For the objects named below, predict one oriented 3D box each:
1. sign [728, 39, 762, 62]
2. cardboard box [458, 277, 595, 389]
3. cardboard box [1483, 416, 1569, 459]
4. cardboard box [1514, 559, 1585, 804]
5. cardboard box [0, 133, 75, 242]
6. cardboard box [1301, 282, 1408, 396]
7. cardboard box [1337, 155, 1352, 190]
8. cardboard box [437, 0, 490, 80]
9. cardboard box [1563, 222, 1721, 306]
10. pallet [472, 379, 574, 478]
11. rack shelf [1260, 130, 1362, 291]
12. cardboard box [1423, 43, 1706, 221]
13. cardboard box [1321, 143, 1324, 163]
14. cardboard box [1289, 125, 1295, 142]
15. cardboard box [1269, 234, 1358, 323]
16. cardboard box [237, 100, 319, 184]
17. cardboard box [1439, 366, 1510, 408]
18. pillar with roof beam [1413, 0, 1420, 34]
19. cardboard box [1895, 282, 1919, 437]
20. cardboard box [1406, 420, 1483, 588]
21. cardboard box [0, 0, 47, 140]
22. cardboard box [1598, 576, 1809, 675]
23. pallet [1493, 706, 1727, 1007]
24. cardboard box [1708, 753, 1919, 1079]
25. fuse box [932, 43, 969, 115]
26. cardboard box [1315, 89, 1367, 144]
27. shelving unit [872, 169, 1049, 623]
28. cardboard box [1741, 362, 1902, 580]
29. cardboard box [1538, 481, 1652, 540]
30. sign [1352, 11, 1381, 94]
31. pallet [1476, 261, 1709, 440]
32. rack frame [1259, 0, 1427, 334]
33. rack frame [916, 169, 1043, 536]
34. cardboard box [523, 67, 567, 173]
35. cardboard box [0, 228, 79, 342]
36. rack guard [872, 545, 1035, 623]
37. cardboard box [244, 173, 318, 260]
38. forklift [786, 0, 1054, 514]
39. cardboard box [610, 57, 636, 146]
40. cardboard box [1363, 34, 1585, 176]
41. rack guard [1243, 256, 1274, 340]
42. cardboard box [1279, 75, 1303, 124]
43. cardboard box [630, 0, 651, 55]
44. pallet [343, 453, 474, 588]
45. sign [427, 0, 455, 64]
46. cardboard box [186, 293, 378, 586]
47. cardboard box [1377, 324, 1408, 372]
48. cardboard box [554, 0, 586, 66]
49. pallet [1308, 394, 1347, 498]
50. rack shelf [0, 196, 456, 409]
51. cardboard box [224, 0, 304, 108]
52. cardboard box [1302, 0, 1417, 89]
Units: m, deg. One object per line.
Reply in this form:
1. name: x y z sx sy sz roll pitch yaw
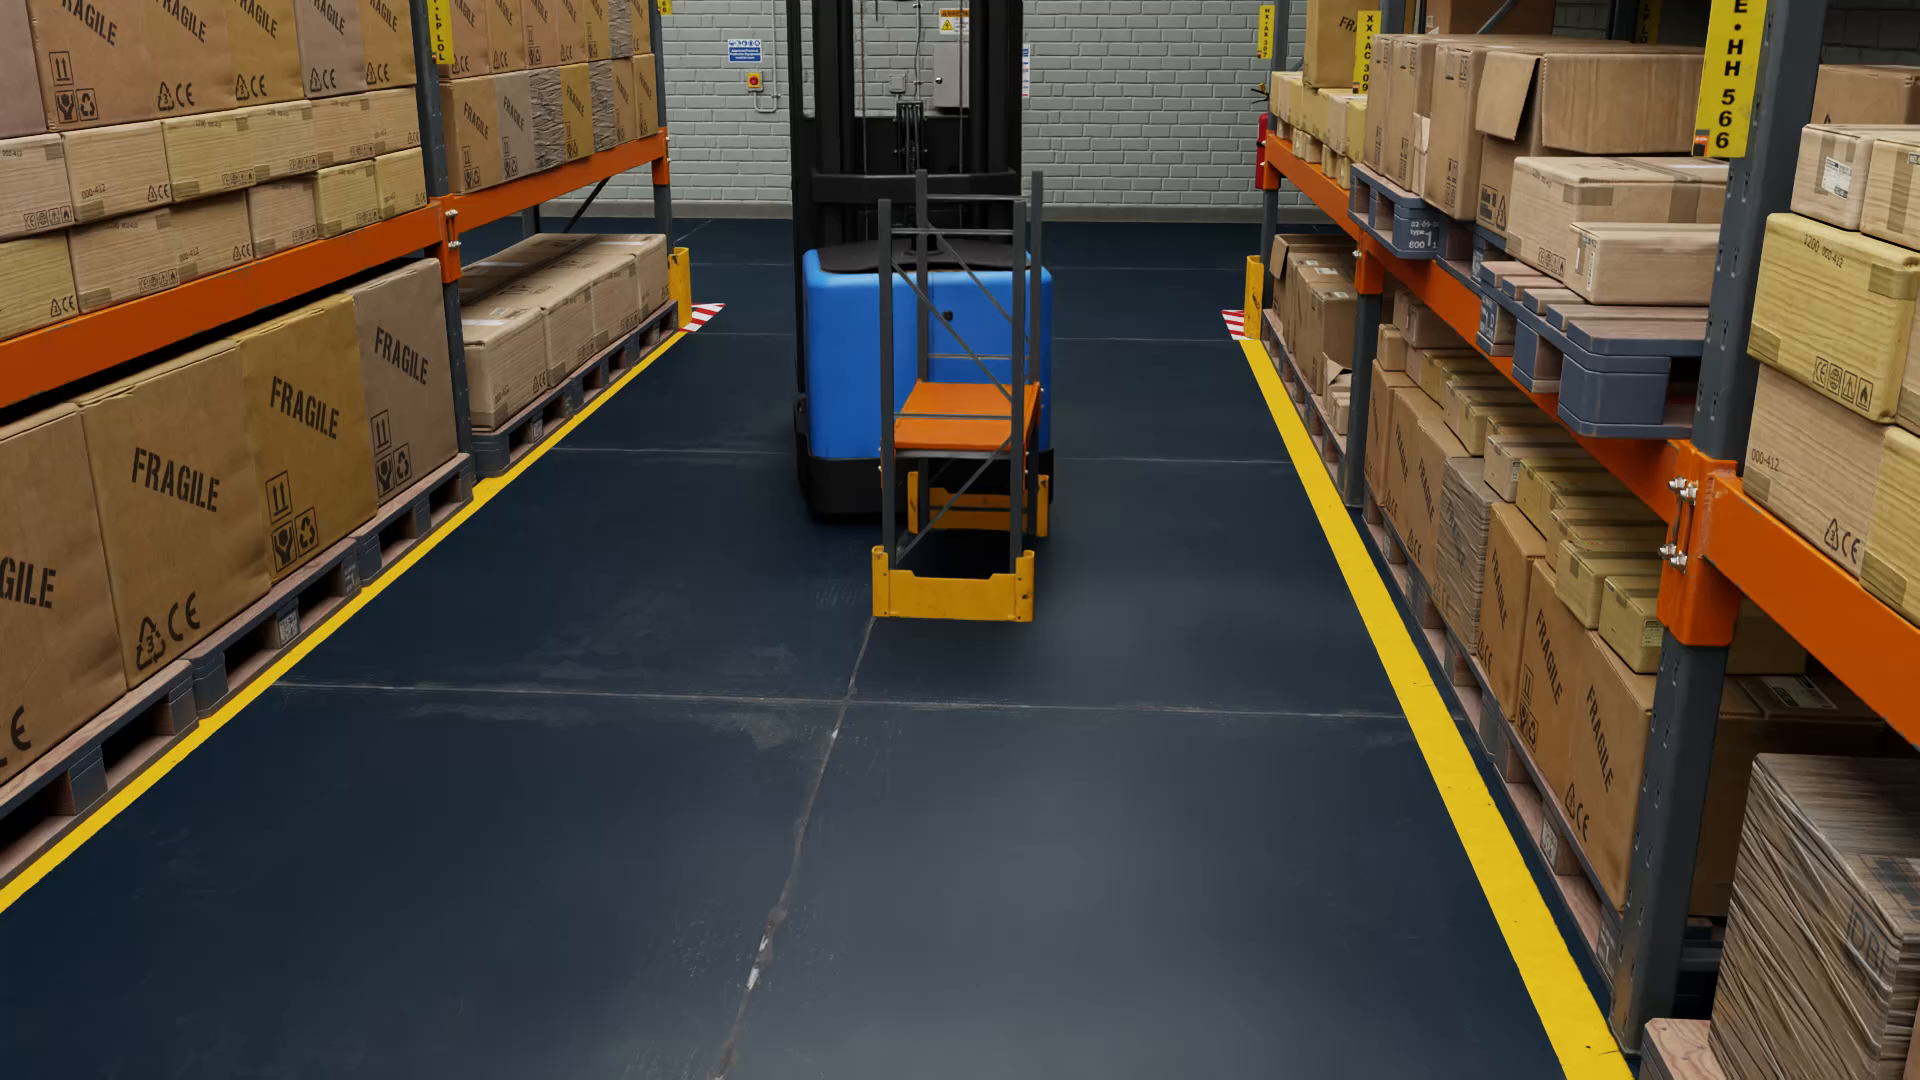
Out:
1. sign: -2.121 -4.822 16.387 0.327 0.218 0.001 1 18 4
2. cardboard box: -2.529 -1.132 9.000 0.875 0.438 0.875 1 18 2
3. cardboard box: 1.894 -0.292 5.297 0.380 0.149 0.250 1 18 4
4. cardboard box: 1.782 0.370 4.317 0.500 0.500 0.500 1 18 3
5. cardboard box: -2.711 -0.915 4.337 0.500 0.250 0.500 2 18 5
6. cardboard box: 2.180 -1.049 8.646 0.700 0.500 0.500 1 18 2
7. cardboard box: 1.969 -1.717 7.750 0.380 0.149 0.250 2 18 5
8. cardboard box: -2.469 -2.344 7.494 0.500 0.500 0.500 1 18 4
9. cardboard box: 1.584 -0.620 3.726 0.380 0.149 0.250 2 18 5
10. pallet: -2.612 -0.588 8.380 1.003 0.211 1.213 1 18 4
11. rack shelf: 2.350 -1.849 8.903 1.077 0.370 4.000 1 18 4
12. cardboard box: 1.855 -1.267 5.136 0.700 0.500 0.500 1 18 4
13. cardboard box: 2.106 -2.034 8.715 0.380 0.149 0.250 1 18 4
14. cardboard box: 2.224 -2.516 10.189 0.380 0.149 0.250 2 18 5
15. cardboard box: 2.355 -1.637 10.437 0.797 0.503 0.637 1 18 2
16. cardboard box: -2.593 -1.387 5.775 0.500 0.250 0.500 2 18 5
17. cardboard box: 1.960 -0.531 6.024 0.380 0.149 0.250 1 18 3
18. pillar with roof beam: -0.708 -6.576 12.540 9.100 9.000 0.400 1 18 4
19. cardboard box: 1.607 -0.206 2.171 0.500 0.250 0.500 2 18 6
20. cardboard box: 1.879 -0.115 5.798 0.500 0.500 0.500 1 18 2
21. cardboard box: -2.726 -1.261 4.189 0.500 0.500 0.500 1 18 4
22. cardboard box: 1.702 0.194 3.812 0.380 0.149 0.250 0 18 1
23. pallet: 2.011 0.767 4.243 1.003 0.211 1.213 1 18 4
24. cardboard box: 1.861 0.795 2.818 0.875 0.625 0.625 2 18 6
25. fuse box: 0.008 -3.969 16.287 0.539 1.711 0.414 1 18 4
26. cardboard box: 2.070 -2.114 8.319 0.500 0.250 0.500 1 18 4
27. shelving unit: 0.025 -0.589 6.311 0.587 1.500 1.083 2 18 6
28. cardboard box: 1.644 -0.123 2.723 0.500 0.250 0.500 1 18 4
29. cardboard box: 1.818 -0.053 4.567 0.380 0.149 0.250 2 18 6
30. sign: 1.665 -1.991 6.790 0.100 0.325 0.005 1 18 4
31. pallet: 1.898 -0.448 3.781 1.213 0.211 1.003 1 18 4
32. rack frame: 2.493 -2.812 10.687 1.000 3.000 0.127 1 18 4
33. rack frame: 0.076 -0.743 6.783 0.500 1.500 0.032 2 18 6
34. cardboard box: -2.368 -2.177 8.589 0.500 0.500 0.500 1 18 4
35. cardboard box: -2.726 -0.672 4.397 0.500 0.250 0.500 1 18 2
36. rack guard: -0.025 0.160 6.035 0.587 0.250 0.087 2 18 6
37. cardboard box: -2.618 -1.148 5.851 0.500 0.250 0.500 1 18 2
38. forklift: -0.283 -1.917 8.067 1.130 2.935 3.031 -2 18 -6
39. cardboard box: -2.280 -2.658 10.056 0.500 0.500 0.500 1 18 3
40. cardboard box: 1.949 -1.671 6.371 0.700 0.500 0.500 2 18 5
41. rack guard: 2.488 -1.600 11.004 1.175 0.500 0.348 1 18 4
42. cardboard box: 2.156 -2.590 9.774 0.500 0.250 0.500 1 18 5
43. cardboard box: -2.255 -3.289 10.377 0.500 0.500 0.500 2 18 6
44. pallet: -2.725 -0.113 6.928 1.003 0.211 1.213 1 18 4
45. sign: -2.203 -2.183 7.034 0.100 0.325 0.005 1 18 4
46. cardboard box: -2.766 -0.394 6.046 0.875 0.875 0.875 2 18 6
47. cardboard box: 1.915 -0.784 6.796 0.380 0.149 0.250 2 18 7
48. cardboard box: -2.340 -2.816 8.934 0.500 0.500 0.500 1 18 4
49. pallet: 2.257 -0.457 7.980 1.003 0.211 1.213 1 18 4
50. rack shelf: -2.888 -0.716 5.446 1.077 0.370 4.000 1 18 4
51. cardboard box: -2.612 -1.739 5.648 0.500 0.500 0.500 2 18 6
52. cardboard box: 2.085 -2.637 8.713 0.500 0.500 0.500 2 18 5
